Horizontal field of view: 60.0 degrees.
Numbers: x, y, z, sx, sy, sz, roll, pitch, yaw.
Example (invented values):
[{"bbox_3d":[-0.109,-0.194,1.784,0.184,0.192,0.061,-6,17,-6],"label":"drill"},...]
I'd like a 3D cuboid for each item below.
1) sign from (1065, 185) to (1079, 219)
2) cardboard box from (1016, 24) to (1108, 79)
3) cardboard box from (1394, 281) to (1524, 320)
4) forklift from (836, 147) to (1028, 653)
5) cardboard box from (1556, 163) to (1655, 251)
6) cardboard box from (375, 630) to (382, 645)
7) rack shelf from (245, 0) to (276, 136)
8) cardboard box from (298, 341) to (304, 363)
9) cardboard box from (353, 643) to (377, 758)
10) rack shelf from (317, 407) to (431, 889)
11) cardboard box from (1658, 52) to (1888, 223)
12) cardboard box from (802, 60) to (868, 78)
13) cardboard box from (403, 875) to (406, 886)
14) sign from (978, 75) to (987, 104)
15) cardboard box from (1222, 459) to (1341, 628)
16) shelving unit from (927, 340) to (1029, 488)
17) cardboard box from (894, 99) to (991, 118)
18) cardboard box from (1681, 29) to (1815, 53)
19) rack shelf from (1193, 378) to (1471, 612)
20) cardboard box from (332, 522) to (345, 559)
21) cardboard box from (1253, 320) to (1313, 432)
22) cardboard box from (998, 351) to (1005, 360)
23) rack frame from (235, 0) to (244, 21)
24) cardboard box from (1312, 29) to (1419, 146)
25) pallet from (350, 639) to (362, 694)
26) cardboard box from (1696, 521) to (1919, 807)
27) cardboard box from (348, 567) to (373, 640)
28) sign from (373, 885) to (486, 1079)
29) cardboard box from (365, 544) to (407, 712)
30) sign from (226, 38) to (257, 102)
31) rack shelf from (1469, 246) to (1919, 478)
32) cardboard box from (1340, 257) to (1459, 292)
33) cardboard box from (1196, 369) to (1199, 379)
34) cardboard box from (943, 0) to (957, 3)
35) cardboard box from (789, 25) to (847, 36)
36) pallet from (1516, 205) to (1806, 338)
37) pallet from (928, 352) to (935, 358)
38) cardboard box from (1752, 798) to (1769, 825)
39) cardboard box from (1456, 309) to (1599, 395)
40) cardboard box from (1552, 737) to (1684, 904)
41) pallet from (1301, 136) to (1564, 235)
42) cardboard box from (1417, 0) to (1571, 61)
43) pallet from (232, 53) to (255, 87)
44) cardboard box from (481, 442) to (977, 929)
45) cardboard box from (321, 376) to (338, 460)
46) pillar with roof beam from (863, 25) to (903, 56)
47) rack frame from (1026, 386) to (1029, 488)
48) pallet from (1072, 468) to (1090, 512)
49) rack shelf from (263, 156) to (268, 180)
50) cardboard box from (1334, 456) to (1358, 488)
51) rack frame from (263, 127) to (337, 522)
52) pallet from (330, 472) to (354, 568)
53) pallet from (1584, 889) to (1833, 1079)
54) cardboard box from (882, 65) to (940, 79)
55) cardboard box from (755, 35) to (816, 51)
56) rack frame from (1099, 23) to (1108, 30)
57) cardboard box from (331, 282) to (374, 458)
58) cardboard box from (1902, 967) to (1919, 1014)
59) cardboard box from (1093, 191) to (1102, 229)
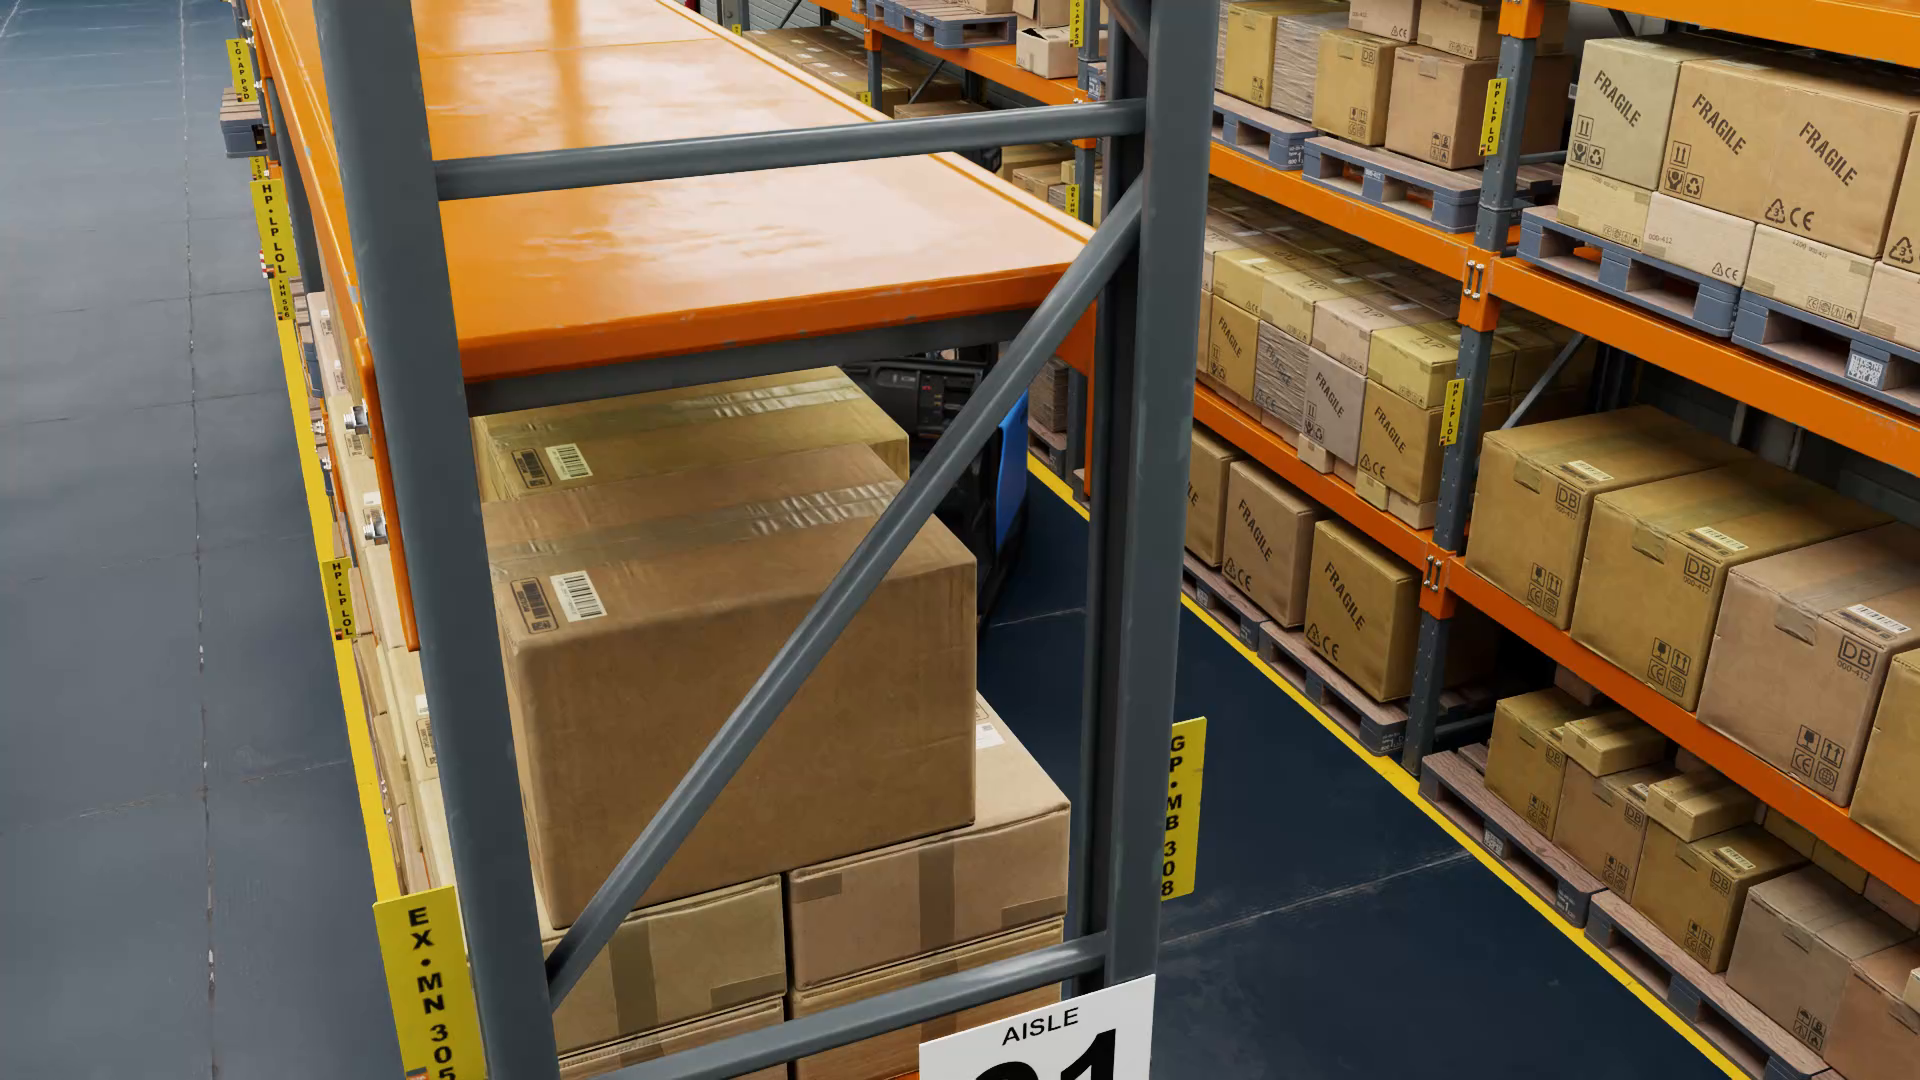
[{"bbox_3d":[0.753,-2.215,11.138,0.100,0.325,0.005,-11,28,-21],"label":"sign"},{"bbox_3d":[0.718,-3.389,11.431,0.500,0.311,0.500,-11,28,-21],"label":"cardboard box"},{"bbox_3d":[2.664,-1.178,8.913,0.500,0.250,0.500,-10,28,-20],"label":"cardboard box"},{"bbox_3d":[-0.373,-0.782,9.583,1.129,2.867,3.031,6,27,12],"label":"forklift"},{"bbox_3d":[2.843,-1.402,6.863,0.500,0.250,0.500,-11,28,-21],"label":"cardboard box"},{"bbox_3d":[-1.193,0.204,4.165,0.500,0.250,0.500,-11,28,-21],"label":"cardboard box"},{"bbox_3d":[-2.525,-2.360,7.103,1.077,0.370,4.000,-11,28,-21],"label":"rack shelf"},{"bbox_3d":[-4.751,-1.382,12.678,0.500,0.311,0.500,-11,28,-21],"label":"cardboard box"},{"bbox_3d":[-2.782,0.807,8.525,0.500,0.500,0.500,-12,28,-22],"label":"cardboard box"},{"bbox_3d":[-0.958,0.423,4.366,1.077,0.370,4.000,-11,28,-21],"label":"rack shelf"},{"bbox_3d":[3.043,-1.521,6.252,0.500,0.500,0.500,-11,28,-22],"label":"cardboard box"},{"bbox_3d":[-1.176,-4.264,15.858,0.500,0.500,0.500,-11,28,-22],"label":"cardboard box"},{"bbox_3d":[-1.793,0.848,5.981,0.500,0.500,0.500,-10,28,-19],"label":"cardboard box"},{"bbox_3d":[0.191,-4.059,14.826,0.100,0.325,0.005,-11,28,-21],"label":"sign"},{"bbox_3d":[2.090,-0.034,9.872,0.750,0.750,0.750,-10,28,-19],"label":"cardboard box"},{"bbox_3d":[0.099,-1.003,11.595,0.431,1.500,0.755,-15,30,-28],"label":"shelving unit"},{"bbox_3d":[-0.150,-3.474,14.330,0.700,0.500,0.500,-10,28,-20],"label":"cardboard box"},{"bbox_3d":[3.303,-1.822,6.867,0.500,0.500,0.500,-11,28,-21],"label":"cardboard box"},{"bbox_3d":[2.032,-0.697,10.078,1.077,0.370,4.000,-11,28,-21],"label":"rack shelf"},{"bbox_3d":[-3.393,0.184,9.803,0.500,0.500,0.500,-9,28,-18],"label":"cardboard box"},{"bbox_3d":[2.005,-0.952,9.305,0.500,0.500,0.500,-11,28,-20],"label":"cardboard box"},{"bbox_3d":[0.603,-1.607,13.471,0.700,0.500,0.500,-11,28,-21],"label":"cardboard box"},{"bbox_3d":[-4.875,-5.285,11.819,1.000,3.000,0.127,-11,28,-21],"label":"rack frame"},{"bbox_3d":[2.294,-2.391,8.694,0.700,0.500,0.500,-11,28,-22],"label":"cardboard box"},{"bbox_3d":[-3.050,0.586,9.809,1.003,0.211,1.213,-11,28,-21],"label":"pallet"},{"bbox_3d":[3.587,0.462,6.543,0.980,0.700,0.700,-12,28,-23],"label":"cardboard box"},{"bbox_3d":[-1.816,0.384,5.790,0.500,0.500,0.500,-10,28,-19],"label":"cardboard box"},{"bbox_3d":[-0.694,0.596,2.182,0.100,0.325,0.005,-11,28,-21],"label":"sign"},{"bbox_3d":[-0.999,0.182,3.641,0.500,0.250,0.500,-11,28,-21],"label":"cardboard box"},{"bbox_3d":[-3.822,-2.499,8.850,0.100,0.325,0.005,-11,28,-21],"label":"sign"},{"bbox_3d":[3.598,-0.430,6.113,1.077,0.370,4.000,-11,28,-21],"label":"rack shelf"},{"bbox_3d":[2.463,-1.379,9.325,0.500,0.250,0.500,-12,28,-22],"label":"cardboard box"},{"bbox_3d":[1.603,-1.142,10.434,0.380,0.149,0.250,-10,28,-19],"label":"cardboard box"},{"bbox_3d":[0.064,-4.456,13.161,0.500,0.311,0.500,-10,28,-19],"label":"cardboard box"},{"bbox_3d":[-1.504,-5.182,17.738,0.500,0.500,0.500,-11,28,-21],"label":"cardboard box"},{"bbox_3d":[3.126,-1.189,6.948,1.003,0.211,1.213,-11,28,-21],"label":"pallet"},{"bbox_3d":[-0.012,-1.875,14.850,1.003,0.211,1.213,-11,28,-21],"label":"pallet"},{"bbox_3d":[3.550,1.078,7.254,0.380,0.149,0.250,-10,28,-20],"label":"cardboard box"},{"bbox_3d":[2.875,-0.968,8.482,0.500,0.250,0.500,-10,28,-19],"label":"cardboard box"},{"bbox_3d":[3.207,1.245,7.652,0.700,0.500,0.500,-11,28,-21],"label":"cardboard box"},{"bbox_3d":[2.411,-1.836,8.391,0.805,0.209,1.217,-12,28,-23],"label":"pallet"},{"bbox_3d":[2.591,-2.518,8.099,0.500,0.250,0.500,-9,27,-17],"label":"cardboard box"},{"bbox_3d":[-4.097,-2.947,10.664,1.003,0.211,1.213,-9,28,-18],"label":"pallet"},{"bbox_3d":[-0.391,0.208,2.732,0.700,0.500,0.500,-11,28,-21],"label":"cardboard box"},{"bbox_3d":[-1.779,-0.402,5.406,0.500,0.250,0.500,-11,28,-21],"label":"cardboard box"},{"bbox_3d":[-4.775,-6.879,15.083,9.100,9.000,0.400,-11,28,-21],"label":"pillar with roof beam"},{"bbox_3d":[0.293,-0.867,11.316,0.400,1.500,0.023,-15,30,-28],"label":"rack frame"},{"bbox_3d":[1.488,-0.243,11.507,1.003,0.211,1.213,-11,28,-21],"label":"pallet"},{"bbox_3d":[-5.658,-3.074,14.946,1.077,0.370,4.000,-11,28,-21],"label":"rack shelf"},{"bbox_3d":[2.242,-0.407,8.928,0.380,0.149,0.250,-10,28,-19],"label":"cardboard box"},{"bbox_3d":[-3.308,-0.975,9.828,1.000,3.000,0.127,-11,28,-21],"label":"rack frame"},{"bbox_3d":[-2.542,-0.104,8.263,1.003,0.211,1.213,-11,28,-21],"label":"pallet"},{"bbox_3d":[3.522,1.854,7.212,1.003,0.211,1.213,-11,28,-21],"label":"pallet"},{"bbox_3d":[-0.509,-4.156,15.636,0.500,0.500,0.500,-11,28,-21],"label":"cardboard box"},{"bbox_3d":[-1.790,-4.890,17.140,0.500,0.500,0.500,-10,28,-20],"label":"cardboard box"},{"bbox_3d":[1.246,-4.523,10.257,0.949,2.616,0.053,-11,28,-21],"label":"rack frame"},{"bbox_3d":[-1.249,-0.585,4.358,0.700,0.500,0.500,-11,28,-21],"label":"cardboard box"},{"bbox_3d":[3.697,1.656,6.070,0.380,0.149,0.250,-10,28,-19],"label":"cardboard box"},{"bbox_3d":[1.200,-2.113,10.828,0.500,0.250,0.500,-10,28,-19],"label":"cardboard box"}]
